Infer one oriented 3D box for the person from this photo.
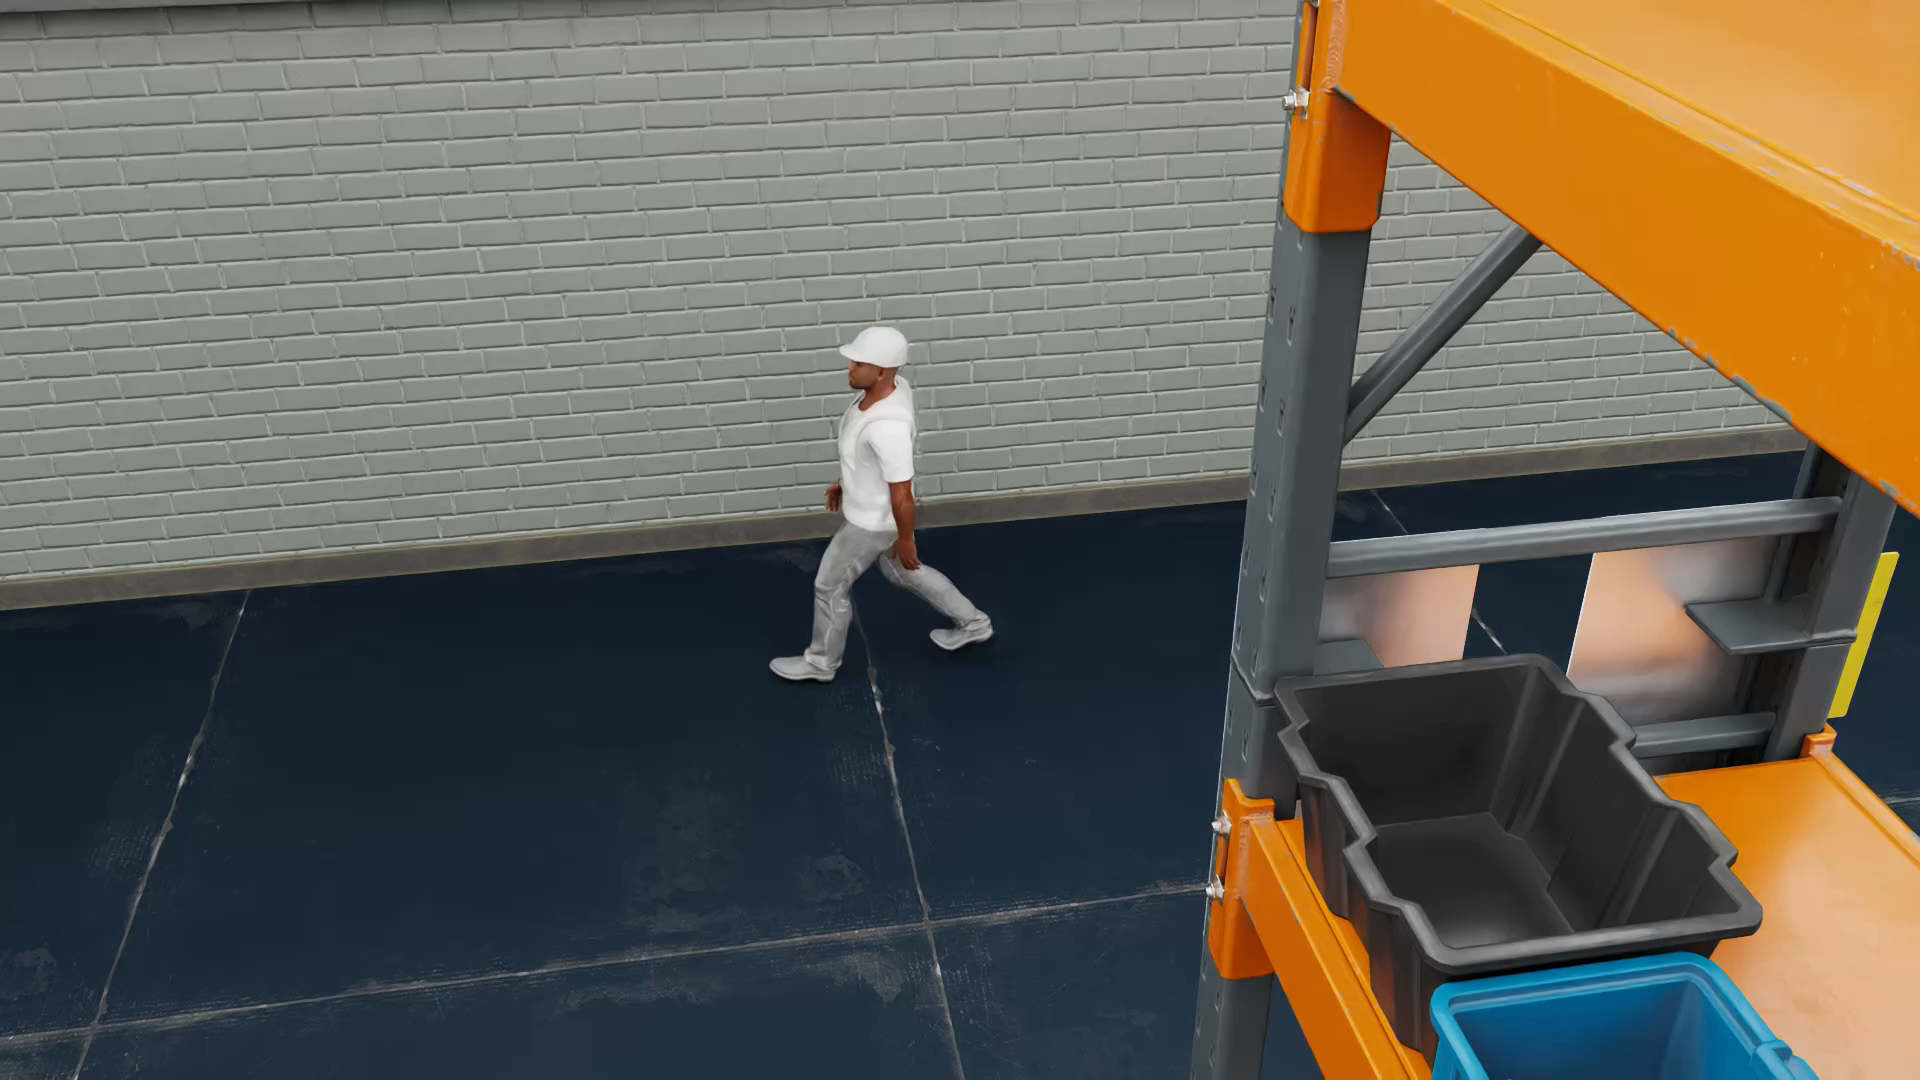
[{"bbox_3d":[-0.362,-0.148,7.360,1.037,1.725,0.564,0,31,1],"label":"person"}]
